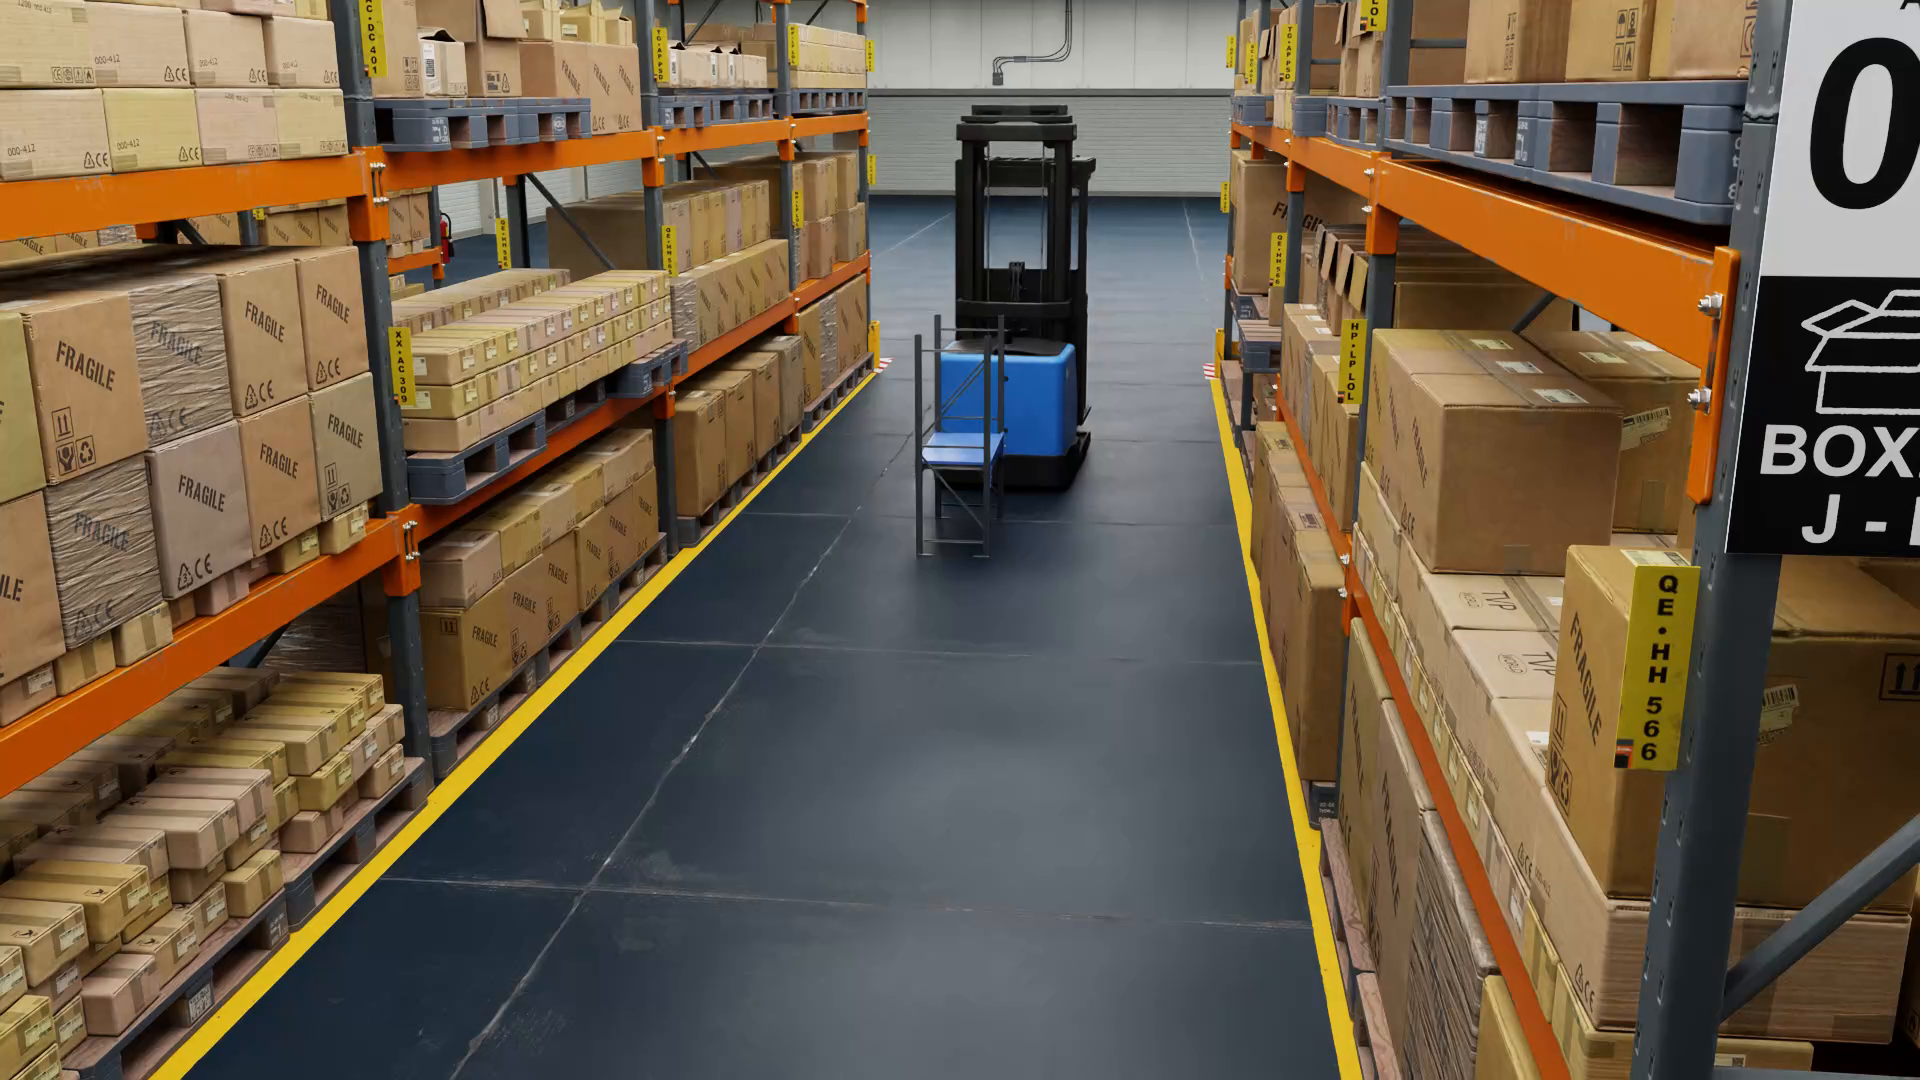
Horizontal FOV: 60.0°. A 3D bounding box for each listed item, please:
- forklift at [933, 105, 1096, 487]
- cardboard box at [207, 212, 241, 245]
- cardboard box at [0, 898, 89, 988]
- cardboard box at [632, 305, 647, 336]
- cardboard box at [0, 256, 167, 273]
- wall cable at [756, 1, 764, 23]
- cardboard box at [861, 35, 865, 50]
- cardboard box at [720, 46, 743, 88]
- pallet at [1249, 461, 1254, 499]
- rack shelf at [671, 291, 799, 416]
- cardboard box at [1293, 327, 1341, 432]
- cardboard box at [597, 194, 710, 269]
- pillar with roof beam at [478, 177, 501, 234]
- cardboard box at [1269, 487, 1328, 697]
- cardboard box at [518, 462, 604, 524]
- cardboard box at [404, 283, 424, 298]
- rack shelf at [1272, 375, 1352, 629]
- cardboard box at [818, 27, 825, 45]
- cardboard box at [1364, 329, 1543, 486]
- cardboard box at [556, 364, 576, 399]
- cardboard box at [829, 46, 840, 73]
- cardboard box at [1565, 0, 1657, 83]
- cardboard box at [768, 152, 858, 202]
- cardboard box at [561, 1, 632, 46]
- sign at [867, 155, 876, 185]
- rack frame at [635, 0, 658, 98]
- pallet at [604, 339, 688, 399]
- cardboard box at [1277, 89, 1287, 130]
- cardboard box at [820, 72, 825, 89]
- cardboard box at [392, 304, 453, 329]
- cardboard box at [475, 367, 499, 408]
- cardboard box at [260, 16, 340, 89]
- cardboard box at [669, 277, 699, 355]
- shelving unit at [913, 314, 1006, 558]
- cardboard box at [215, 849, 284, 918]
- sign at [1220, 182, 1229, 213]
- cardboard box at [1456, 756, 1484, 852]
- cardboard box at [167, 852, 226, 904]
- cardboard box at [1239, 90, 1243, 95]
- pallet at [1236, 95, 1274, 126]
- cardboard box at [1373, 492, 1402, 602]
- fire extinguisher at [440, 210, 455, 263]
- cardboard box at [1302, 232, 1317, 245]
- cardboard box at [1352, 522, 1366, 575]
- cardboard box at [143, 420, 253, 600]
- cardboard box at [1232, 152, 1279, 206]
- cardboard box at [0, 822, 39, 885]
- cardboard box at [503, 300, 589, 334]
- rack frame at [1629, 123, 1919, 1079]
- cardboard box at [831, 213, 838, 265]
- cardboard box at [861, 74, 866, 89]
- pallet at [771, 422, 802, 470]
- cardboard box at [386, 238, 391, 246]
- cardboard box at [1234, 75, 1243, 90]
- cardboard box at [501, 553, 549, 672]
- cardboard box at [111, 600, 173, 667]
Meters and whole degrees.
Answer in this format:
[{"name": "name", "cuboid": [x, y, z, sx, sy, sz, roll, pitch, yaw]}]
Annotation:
[{"name": "forklift", "cuboid": [0.545, -2.168, 14.063, 1.130, 2.935, 3.031, 3, 15, 9]}, {"name": "cardboard box", "cuboid": [-6.721, -2.783, 14.643, 0.500, 0.500, 0.500, 1, 15, 5]}, {"name": "cardboard box", "cuboid": [-2.871, 1.202, 4.988, 0.380, 0.149, 0.250, 2, 15, 8]}, {"name": "cardboard box", "cuboid": [-2.078, -1.304, 9.846, 0.380, 0.149, 0.250, 2, 15, 8]}, {"name": "cardboard box", "cuboid": [-3.207, -0.751, 6.015, 0.500, 0.500, 0.500, 1, 15, 5]}, {"name": "wall cable", "cuboid": [-4.633, -15.805, 49.147, 3.097, 2.526, 0.112, 2, 15, 6]}, {"name": "cardboard box", "cuboid": [-1.217, -5.298, 17.721, 0.380, 0.149, 0.250, 2, 15, 7]}, {"name": "cardboard box", "cuboid": [-1.947, -3.591, 12.622, 0.500, 0.311, 0.500, 1, 15, 4]}, {"name": "pallet", "cuboid": [2.728, -0.358, 12.582, 1.003, 0.211, 1.213, 2, 15, 6]}, {"name": "rack shelf", "cuboid": [-2.193, -1.530, 12.951, 1.077, 0.370, 4.000, 2, 15, 6]}, {"name": "cardboard box", "cuboid": [2.063, -0.849, 8.865, 0.500, 0.500, 0.500, 1, 15, 5]}, {"name": "cardboard box", "cuboid": [-2.247, -2.270, 12.202, 0.700, 0.500, 0.500, 1, 15, 5]}, {"name": "pillar with roof beam", "cuboid": [-6.044, -10.982, 35.035, 9.100, 9.000, 0.400, 2, 15, 6]}, {"name": "cardboard box", "cuboid": [2.199, 0.276, 8.161, 1.225, 0.875, 0.875, 1, 15, 4]}, {"name": "cardboard box", "cuboid": [-2.355, -0.269, 9.456, 0.500, 0.250, 0.500, 2, 15, 8]}, {"name": "cardboard box", "cuboid": [-6.277, -2.575, 18.464, 0.500, 0.500, 0.500, 2, 15, 7]}, {"name": "rack shelf", "cuboid": [2.272, -0.320, 8.477, 1.077, 0.370, 4.000, 2, 15, 6]}, {"name": "cardboard box", "cuboid": [-1.476, -4.707, 15.535, 0.380, 0.149, 0.250, 2, 15, 7]}, {"name": "cardboard box", "cuboid": [1.739, -0.465, 5.916, 0.500, 0.500, 0.500, 2, 15, 6]}, {"name": "cardboard box", "cuboid": [-2.227, -0.830, 8.661, 0.380, 0.149, 0.250, 1, 15, 5]}, {"name": "cardboard box", "cuboid": [-1.466, -4.678, 16.189, 0.500, 0.250, 0.500, 2, 15, 7]}, {"name": "cardboard box", "cuboid": [1.794, -1.273, 3.688, 0.700, 0.500, 0.500, 1, 15, 2]}, {"name": "cardboard box", "cuboid": [-1.596, -3.932, 18.100, 0.875, 0.550, 0.550, 2, 15, 6]}, {"name": "cardboard box", "cuboid": [-2.206, -3.111, 10.018, 0.396, 0.266, 0.258, 2, 15, 6]}, {"name": "sign", "cuboid": [-0.979, -4.087, 18.358, 0.100, 0.325, 0.005, 2, 15, 6]}, {"name": "rack frame", "cuboid": [-2.419, -4.254, 10.156, 1.000, 3.000, 0.127, 2, 15, 6]}, {"name": "pallet", "cuboid": [-2.393, -1.078, 10.269, 1.213, 0.211, 1.003, 2, 15, 6]}, {"name": "cardboard box", "cuboid": [2.351, -2.821, 10.890, 0.500, 0.250, 0.500, 2, 15, 6]}, {"name": "cardboard box", "cuboid": [-1.476, -4.322, 15.637, 0.380, 0.149, 0.250, 1, 15, 5]}, {"name": "cardboard box", "cuboid": [-2.871, -1.137, 8.659, 0.380, 0.149, 0.250, 1, 15, 4]}, {"name": "cardboard box", "cuboid": [-2.341, -0.702, 7.618, 0.380, 0.149, 0.250, 1, 15, 5]}, {"name": "cardboard box", "cuboid": [-2.670, -1.811, 6.194, 0.500, 0.250, 0.500, 1, 15, 4]}, {"name": "cardboard box", "cuboid": [-2.100, -1.515, 11.327, 0.500, 0.500, 0.500, 2, 15, 7]}, {"name": "shelving unit", "cuboid": [0.010, -0.746, 11.548, 0.538, 1.500, 1.048, 2, 15, 6]}, {"name": "cardboard box", "cuboid": [-2.693, 1.233, 6.013, 0.380, 0.149, 0.250, 2, 15, 6]}, {"name": "sign", "cuboid": [2.862, -3.695, 17.921, 0.100, 0.325, 0.005, 2, 15, 6]}, {"name": "cardboard box", "cuboid": [1.422, 0.643, 4.018, 0.380, 0.149, 0.250, 1, 15, 5]}, {"name": "cardboard box", "cuboid": [-2.806, 1.138, 5.793, 0.380, 0.149, 0.250, 1, 15, 4]}, {"name": "cardboard box", "cuboid": [2.978, -4.257, 16.199, 0.500, 0.250, 0.500, 2, 15, 6]}, {"name": "pallet", "cuboid": [2.660, -3.155, 12.195, 1.213, 0.211, 1.003, 2, 15, 6]}, {"name": "cardboard box", "cuboid": [1.672, 0.023, 5.547, 0.500, 0.250, 0.500, 2, 15, 6]}, {"name": "fire extinguisher", "cuboid": [-5.975, -3.532, 19.124, 0.296, 0.674, 0.183, 2, 15, 6]}, {"name": "cardboard box", "cuboid": [2.846, -2.024, 12.397, 0.797, 0.503, 0.637, 3, 15, 12]}, {"name": "cardboard box", "cuboid": [1.683, 0.040, 6.250, 0.380, 0.149, 0.250, 2, 15, 6]}, {"name": "cardboard box", "cuboid": [-2.761, -0.115, 5.581, 0.500, 0.500, 0.500, 2, 15, 6]}, {"name": "cardboard box", "cuboid": [2.950, -3.542, 16.336, 0.500, 0.500, 0.500, 2, 15, 6]}, {"name": "cardboard box", "cuboid": [-3.317, 1.053, 5.538, 0.380, 0.149, 0.250, 2, 15, 7]}, {"name": "cardboard box", "cuboid": [-2.197, -1.184, 8.829, 0.380, 0.149, 0.250, 2, 15, 8]}, {"name": "rack frame", "cuboid": [1.595, 0.889, 2.628, 1.000, 3.000, 0.127, 2, 15, 6]}, {"name": "cardboard box", "cuboid": [-1.741, -3.123, 17.178, 0.875, 0.550, 0.550, 2, 15, 6]}, {"name": "cardboard box", "cuboid": [-1.217, -4.915, 17.830, 0.380, 0.149, 0.250, 2, 15, 6]}, {"name": "pallet", "cuboid": [-1.980, -0.847, 14.391, 1.003, 0.211, 1.213, 2, 15, 6]}, {"name": "cardboard box", "cuboid": [-6.354, -3.336, 17.492, 0.500, 0.500, 0.500, 2, 15, 6]}, {"name": "cardboard box", "cuboid": [3.015, -4.700, 17.074, 0.380, 0.149, 0.250, 2, 15, 7]}, {"name": "cardboard box", "cuboid": [-2.465, 0.362, 8.561, 0.500, 0.500, 0.500, 2, 15, 9]}, {"name": "cardboard box", "cuboid": [-2.775, 0.289, 5.328, 0.380, 0.149, 0.250, 2, 15, 7]}]
